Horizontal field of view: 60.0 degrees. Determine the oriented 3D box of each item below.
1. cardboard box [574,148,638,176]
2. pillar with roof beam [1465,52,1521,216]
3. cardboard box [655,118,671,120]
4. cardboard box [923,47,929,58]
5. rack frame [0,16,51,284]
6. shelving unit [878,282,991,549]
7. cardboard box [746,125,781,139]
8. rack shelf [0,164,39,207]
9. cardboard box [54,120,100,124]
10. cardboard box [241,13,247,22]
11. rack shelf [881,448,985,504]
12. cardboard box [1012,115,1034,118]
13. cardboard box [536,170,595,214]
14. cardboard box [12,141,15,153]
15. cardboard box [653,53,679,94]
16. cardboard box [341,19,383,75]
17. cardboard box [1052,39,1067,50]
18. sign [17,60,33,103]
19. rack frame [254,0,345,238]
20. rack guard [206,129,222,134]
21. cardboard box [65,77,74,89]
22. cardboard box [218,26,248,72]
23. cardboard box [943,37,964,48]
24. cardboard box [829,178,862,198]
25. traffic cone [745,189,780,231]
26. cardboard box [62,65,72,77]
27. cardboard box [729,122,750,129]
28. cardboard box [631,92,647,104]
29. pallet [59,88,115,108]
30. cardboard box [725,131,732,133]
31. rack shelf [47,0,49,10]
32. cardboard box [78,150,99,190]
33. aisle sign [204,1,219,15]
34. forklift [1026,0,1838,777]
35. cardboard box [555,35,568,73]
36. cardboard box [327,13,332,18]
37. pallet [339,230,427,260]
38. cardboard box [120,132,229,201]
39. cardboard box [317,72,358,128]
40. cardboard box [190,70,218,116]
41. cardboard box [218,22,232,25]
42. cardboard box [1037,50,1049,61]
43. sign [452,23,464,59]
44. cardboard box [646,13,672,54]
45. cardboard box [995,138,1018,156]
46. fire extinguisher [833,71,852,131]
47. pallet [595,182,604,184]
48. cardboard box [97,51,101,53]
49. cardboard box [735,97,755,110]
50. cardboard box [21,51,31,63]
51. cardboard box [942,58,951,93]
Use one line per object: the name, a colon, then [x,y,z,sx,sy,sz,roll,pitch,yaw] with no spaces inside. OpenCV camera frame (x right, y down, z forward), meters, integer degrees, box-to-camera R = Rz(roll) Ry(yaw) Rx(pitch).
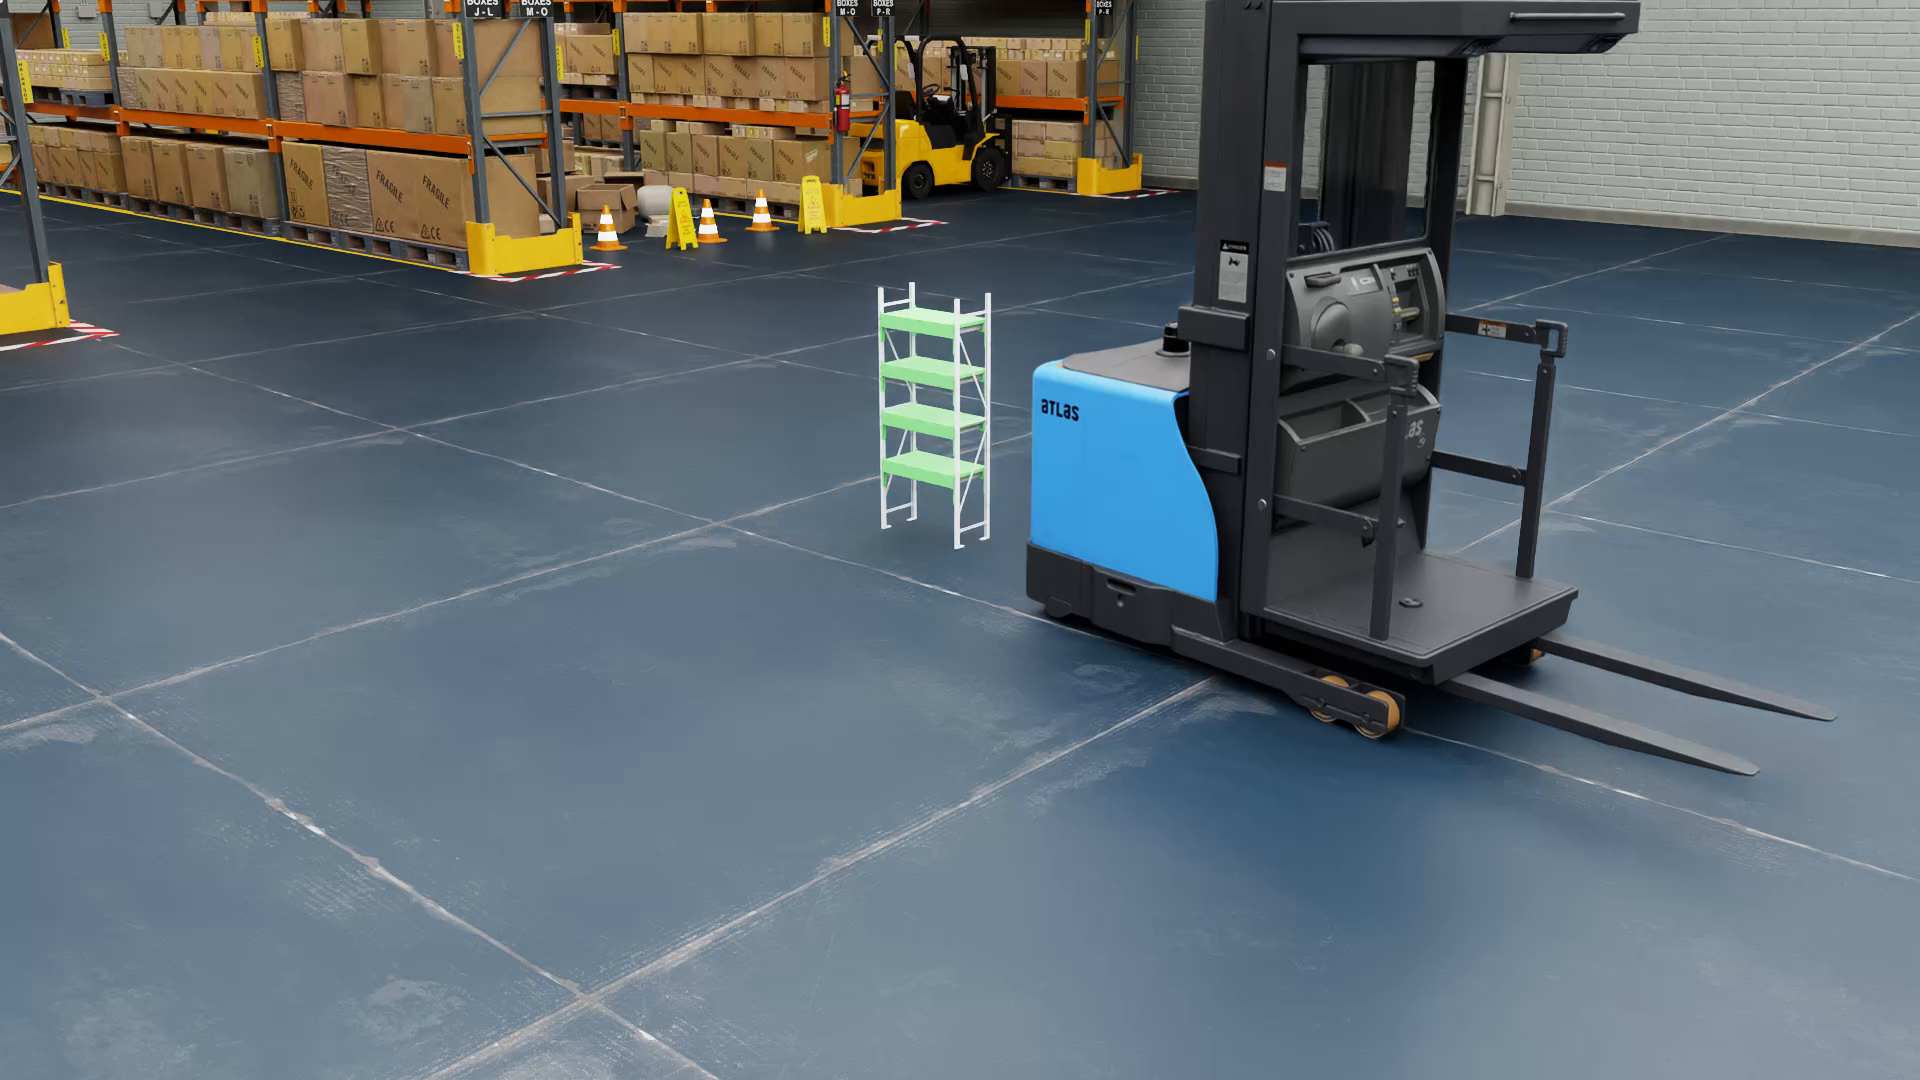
cardboard box: [-5.090,-5.318,23.560,0.950,0.372,0.625,-17,24,-42]
pillar with roof beam: [3.836,-7.467,16.764,0.400,9.000,9.100,15,23,39]
cardboard box: [-5.075,-7.301,29.597,0.500,0.500,0.500,16,24,42]
cardboard box: [-0.392,-7.382,25.174,0.250,0.149,0.380,15,23,39]
rack frame: [-7.742,-3.077,12.848,0.127,3.000,1.000,15,23,39]
shelving unit: [-0.124,-0.605,8.035,0.503,1.200,0.258,15,23,39]
cardboard box: [-2.441,-5.087,20.720,0.250,0.149,0.380,16,23,40]
rack shelf: [-9.238,-3.135,14.222,4.000,0.370,1.077,15,23,39]
cardboard box: [-12.624,-5.862,23.822,0.500,0.250,0.500,14,23,38]
cardboard box: [-12.089,-8.967,28.518,0.250,0.149,0.380,15,23,40]
rack shelf: [-0.124,-0.315,8.127,0.480,0.148,0.258,15,23,39]
cardboard box: [0.773,-6.255,25.061,0.500,0.250,0.500,14,23,38]
cardboard box: [-4.863,-4.160,20.162,0.503,0.637,0.797,15,23,39]
cardboard box: [-13.788,-5.726,24.229,0.250,0.149,0.380,16,24,41]
cardboard box: [-3.621,-6.065,21.605,0.500,0.500,0.500,15,23,39]
cardboard box: [-5.910,-5.158,17.372,0.500,0.550,0.875,15,23,39]
cardboard box: [1.515,-7.008,23.506,0.250,0.149,0.380,15,23,39]
sign: [-7.382,-3.612,13.104,0.005,0.325,0.100,15,23,39]
rack frame: [-7.366,-4.982,18.851,0.127,3.000,1.000,15,23,39]
rack guard: [-13.149,-7.345,30.429,0.348,0.500,1.175,15,23,39]
cardboard box: [-11.409,-5.962,21.661,0.250,0.149,0.380,16,23,40]
cardboard box: [-8.127,-5.707,19.318,0.500,0.500,0.700,15,23,38]
cardboard box: [-0.033,-7.411,24.776,0.250,0.149,0.380,15,23,38]
cardboard box: [-1.584,-4.433,20.973,0.500,0.250,0.500,15,23,39]
traffic cone: [-2.342,-3.904,19.649,0.334,0.463,0.336,15,23,39]
cardboard box: [-11.428,-6.109,21.631,0.250,0.149,0.380,16,23,41]
cardboard box: [-3.398,-6.989,28.406,0.625,0.625,0.875,16,24,41]
cardboard box: [-4.133,-5.867,22.053,0.250,0.149,0.380,15,23,39]
pallet: [-10.961,-5.813,21.785,1.003,0.211,1.213,15,23,39]
cardboard box: [-2.771,-5.107,21.857,0.500,0.500,0.500,17,24,42]
rack shelf: [-14.845,-8.077,24.832,4.000,0.370,1.077,15,23,39]
cardboard box: [-11.409,-4.972,22.257,0.500,0.500,0.500,16,24,41]
aisle sign: [-13.377,-9.719,29.481,0.004,0.787,0.394,15,23,39]
forklift: [1.651,-0.868,6.001,1.130,2.935,3.031,-16,23,-40]
cardboard box: [-5.407,-6.757,23.092,0.500,0.500,0.500,16,24,41]
cardboard box: [-10.405,-8.732,27.776,0.250,0.149,0.380,15,23,40]
pallet: [-5.932,-3.237,17.964,1.213,0.211,1.003,15,23,39]
cardboard box: [-9.962,-4.770,21.209,0.750,0.750,1.050,15,23,39]
cardboard box: [-6.330,-4.742,17.846,0.550,0.550,0.875,15,23,39]
cardboard box: [-8.689,-5.277,19.614,0.500,0.500,0.500,15,23,40]
cardboard box: [-12.570,-8.793,29.040,0.500,0.500,0.500,14,23,38]
cardboard box: [1.319,-6.916,23.708,0.250,0.149,0.380,16,23,40]
sign: [-4.744,-4.724,15.731,0.005,0.325,0.100,15,23,39]
cardboard box: [-3.603,-6.543,21.460,0.500,0.500,0.700,15,23,40]
cardboard box: [0.788,-5.800,24.452,0.500,0.250,0.500,14,23,38]
fire extinguisher: [-1.384,-5.155,19.523,0.183,0.674,0.296,15,23,39]
pallet: [-4.739,-4.949,23.357,1.213,0.211,1.003,15,23,39]
cardboard box: [-11.359,-6.496,22.360,0.250,0.149,0.380,16,24,42]
cardboard box: [-2.589,-5.467,20.794,0.250,0.149,0.380,15,23,39]
cardboard box: [-12.392,-6.510,22.402,0.250,0.149,0.380,16,24,41]
cardboard box: [0.075,-6.943,24.865,0.500,0.500,0.500,15,23,39]
